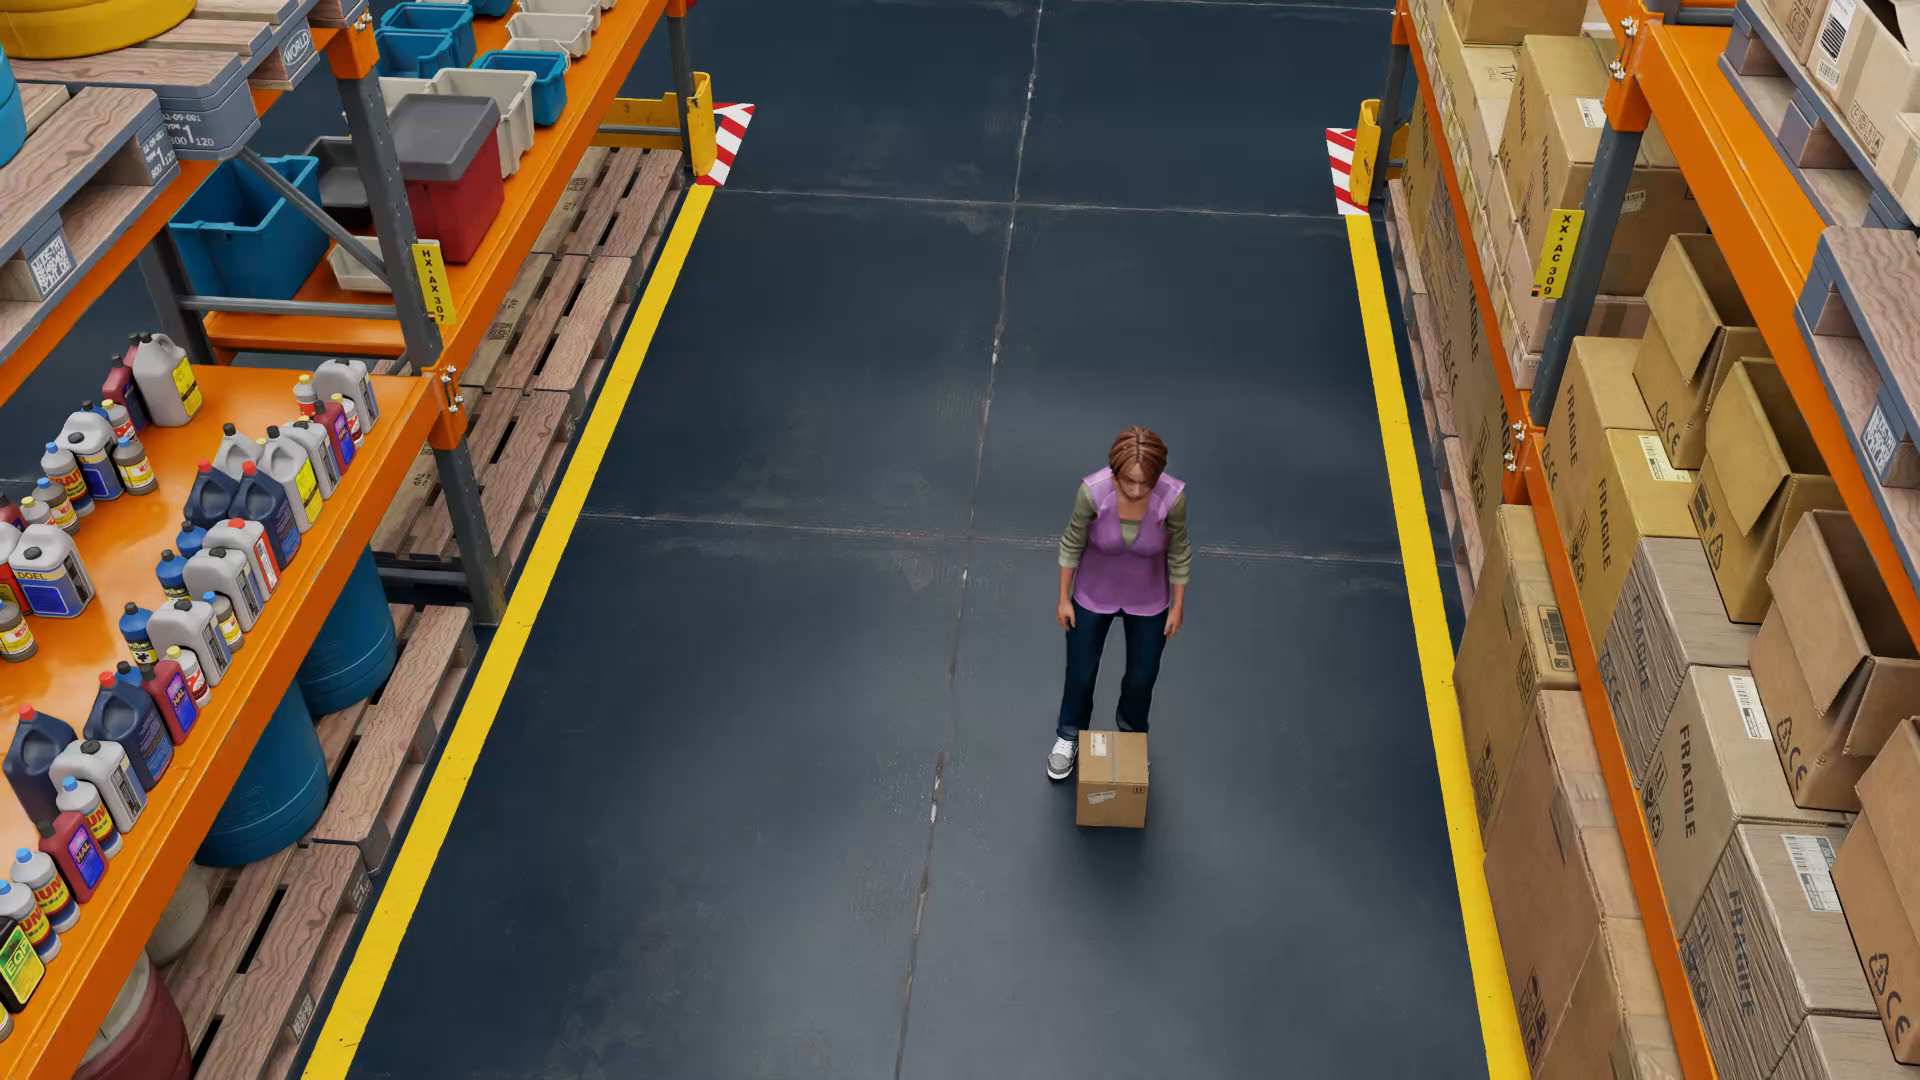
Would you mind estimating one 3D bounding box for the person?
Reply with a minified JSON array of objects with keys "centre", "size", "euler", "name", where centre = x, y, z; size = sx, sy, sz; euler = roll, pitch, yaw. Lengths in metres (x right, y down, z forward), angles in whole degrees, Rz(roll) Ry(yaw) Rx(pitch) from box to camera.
[{"centre":[0.571,0.223,5.906],"size":[0.462,1.593,0.344],"euler":[3,41,4],"name":"person"}]
